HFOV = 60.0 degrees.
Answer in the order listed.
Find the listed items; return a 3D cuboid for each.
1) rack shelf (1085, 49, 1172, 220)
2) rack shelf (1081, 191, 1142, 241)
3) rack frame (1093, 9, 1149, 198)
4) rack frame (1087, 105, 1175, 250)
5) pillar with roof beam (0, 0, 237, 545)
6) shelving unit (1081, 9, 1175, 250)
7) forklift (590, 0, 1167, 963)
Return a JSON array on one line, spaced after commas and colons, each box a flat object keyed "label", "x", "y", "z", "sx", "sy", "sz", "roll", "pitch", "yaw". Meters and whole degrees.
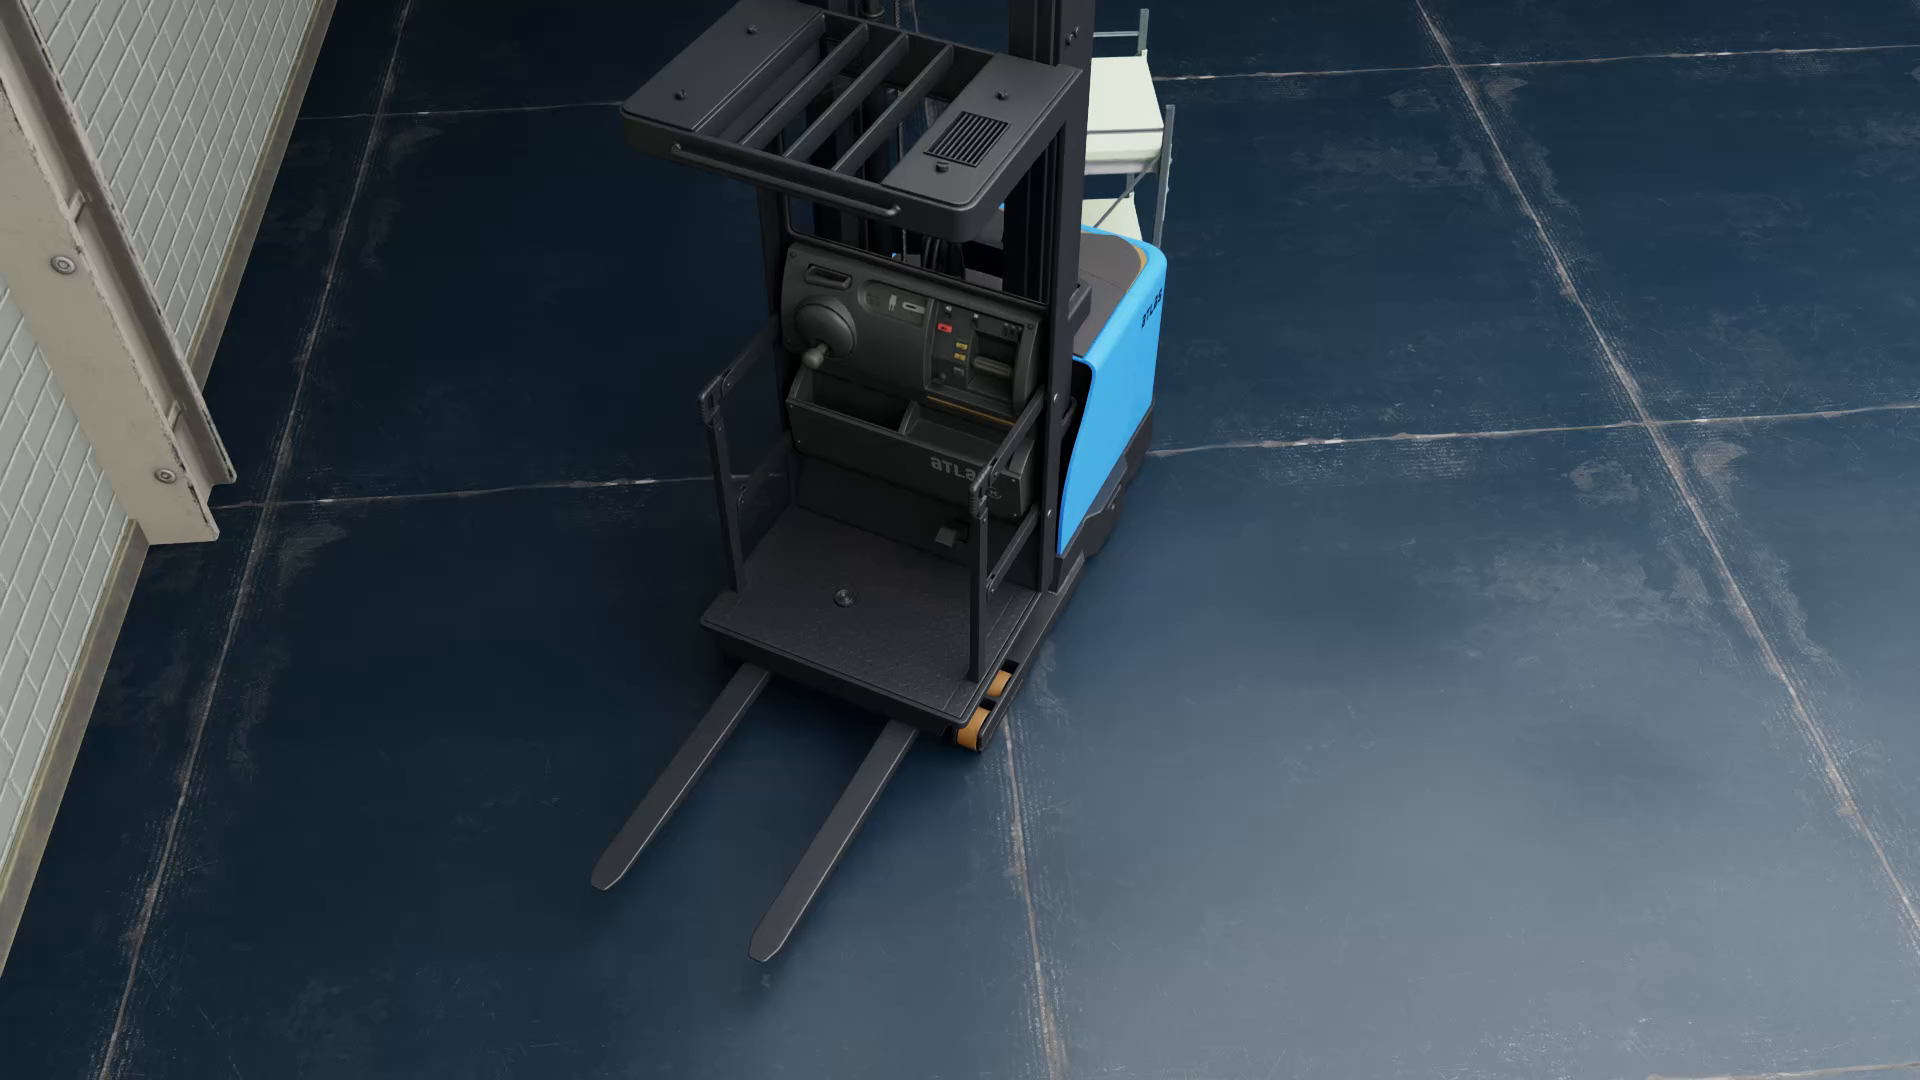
[{"label": "rack shelf", "x": 0.605, "y": -1.679, "z": 6.906, "sx": 0.431, "sy": 0.370, "sz": 0.720, "roll": -2, "pitch": 47, "yaw": -2}, {"label": "rack shelf", "x": 0.605, "y": -1.187, "z": 7.426, "sx": 0.431, "sy": 0.370, "sz": 0.720, "roll": -2, "pitch": 47, "yaw": -2}, {"label": "rack frame", "x": 0.584, "y": -1.676, "z": 7.441, "sx": 0.400, "sy": 1.500, "sz": 0.023, "roll": -2, "pitch": 47, "yaw": -2}, {"label": "rack frame", "x": 0.627, "y": -1.145, "z": 6.938, "sx": 0.400, "sy": 1.500, "sz": 0.023, "roll": -2, "pitch": 47, "yaw": -2}, {"label": "pillar with roof beam", "x": 1.043, "y": -3.488, "z": 3.992, "sx": 9.100, "sy": 9.000, "sz": 0.400, "roll": -3, "pitch": 47, "yaw": -3}, {"label": "shelving unit", "x": 0.605, "y": -1.411, "z": 7.190, "sx": 0.431, "sy": 1.500, "sz": 0.755, "roll": -2, "pitch": 47, "yaw": -2}, {"label": "forklift", "x": -0.270, "y": -0.601, "z": 5.437, "sx": 1.130, "sy": 2.935, "sz": 3.031, "roll": 19, "pitch": 50, "yaw": 17}]
